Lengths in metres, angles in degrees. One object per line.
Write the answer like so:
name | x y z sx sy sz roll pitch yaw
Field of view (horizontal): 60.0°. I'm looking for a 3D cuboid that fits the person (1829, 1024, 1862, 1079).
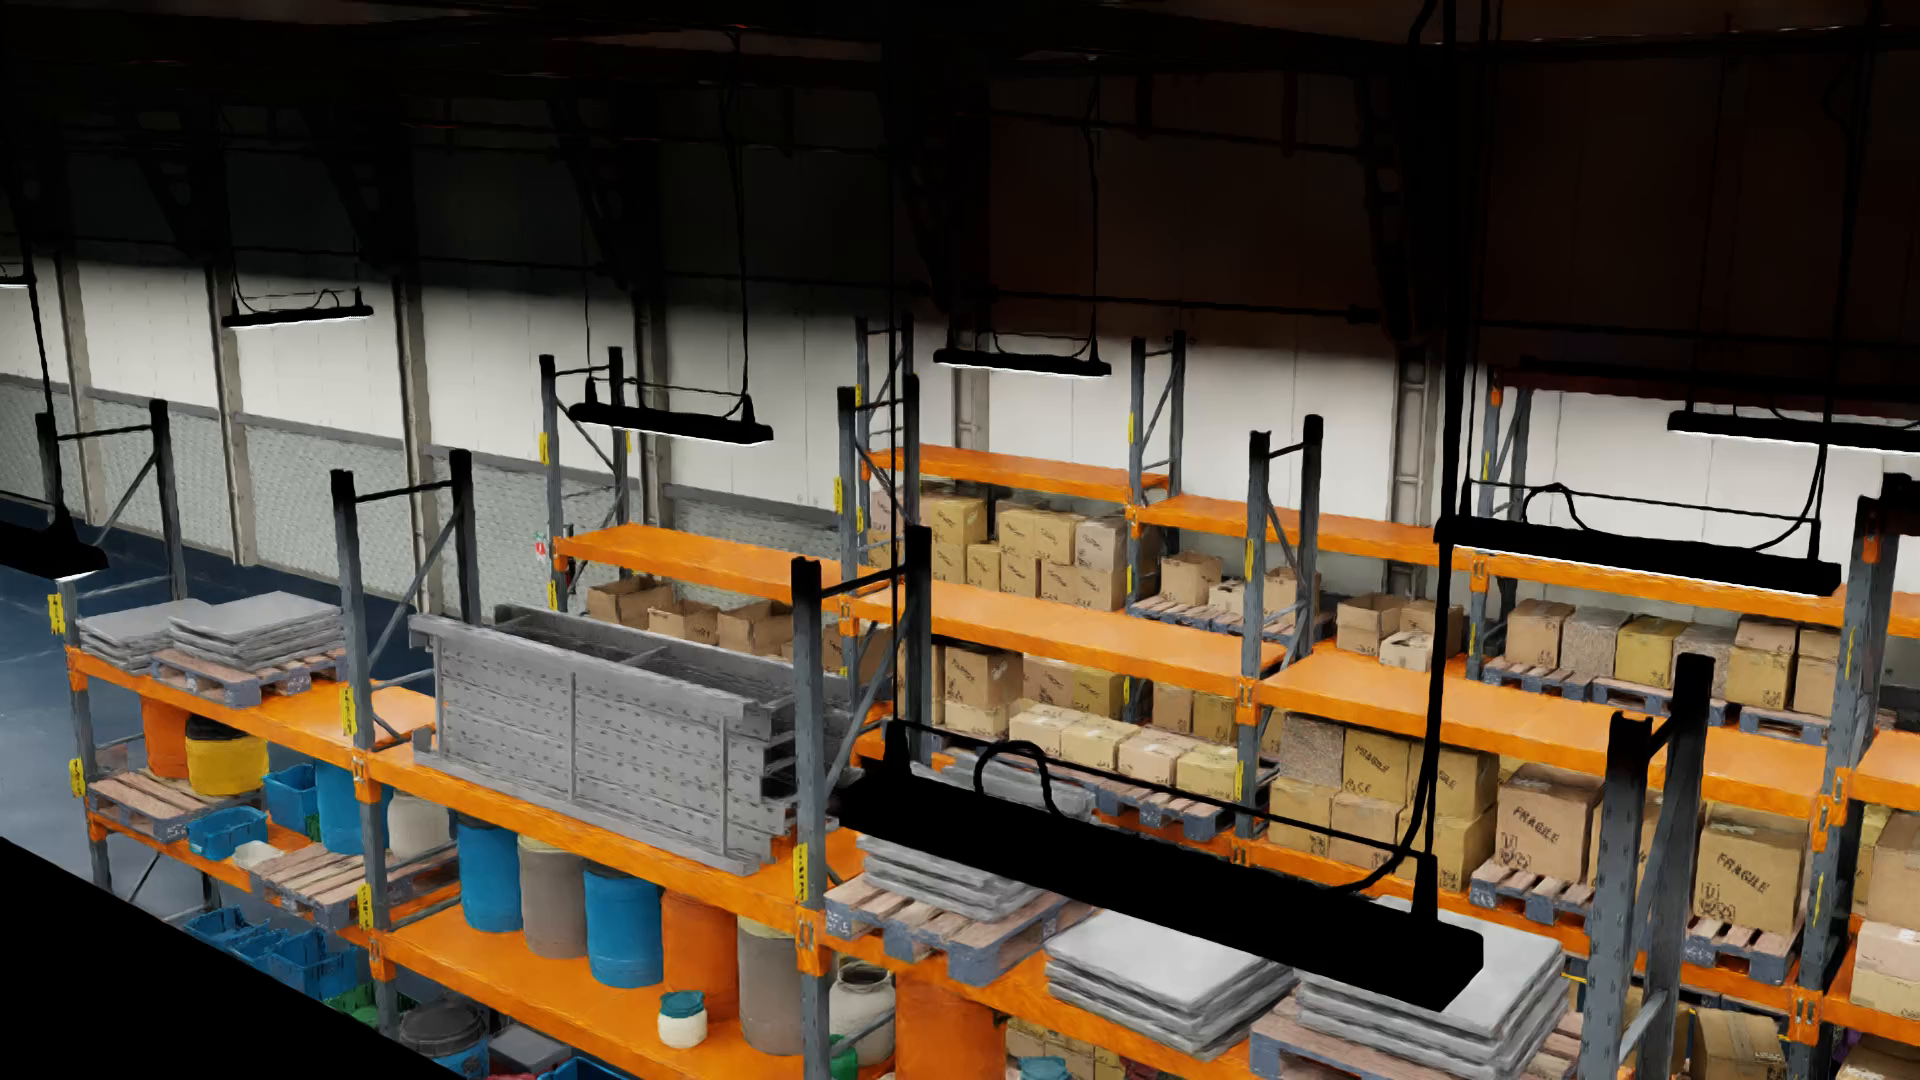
person | 7.282 4.212 13.659 0.948 1.540 0.430 9 16 35
